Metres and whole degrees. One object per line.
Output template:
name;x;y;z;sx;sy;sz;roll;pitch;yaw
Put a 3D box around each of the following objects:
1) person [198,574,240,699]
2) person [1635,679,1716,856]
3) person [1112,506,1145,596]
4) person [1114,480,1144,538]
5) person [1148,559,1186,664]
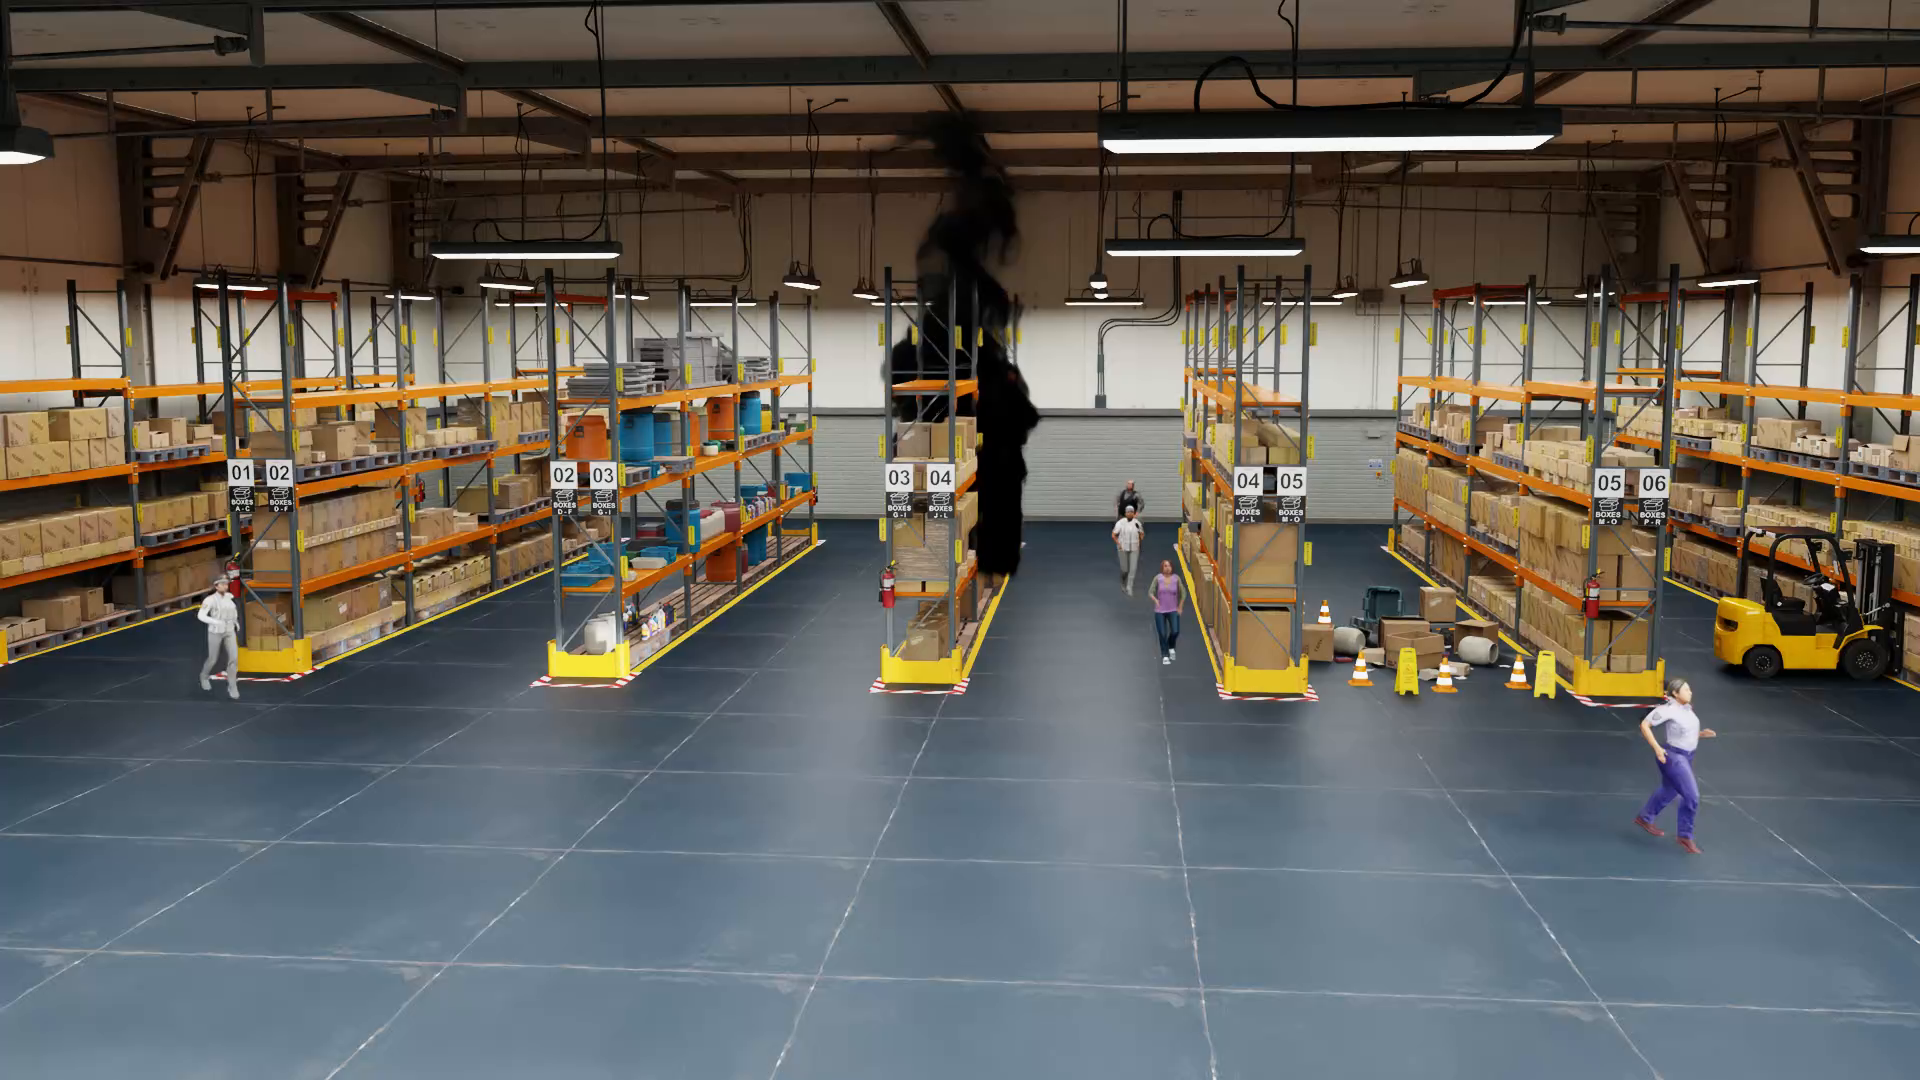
person;-10.379;1.326;23.378;0.901;1.712;0.651;6;9;40
person;7.042;2.209;16.389;0.748;1.711;0.579;6;9;42
person;3.110;0.188;30.575;0.625;1.643;0.662;-1;7;-5
person;3.925;-0.566;39.076;0.727;1.674;0.500;4;8;32
person;2.980;1.042;23.948;0.558;1.540;0.507;1;7;5
